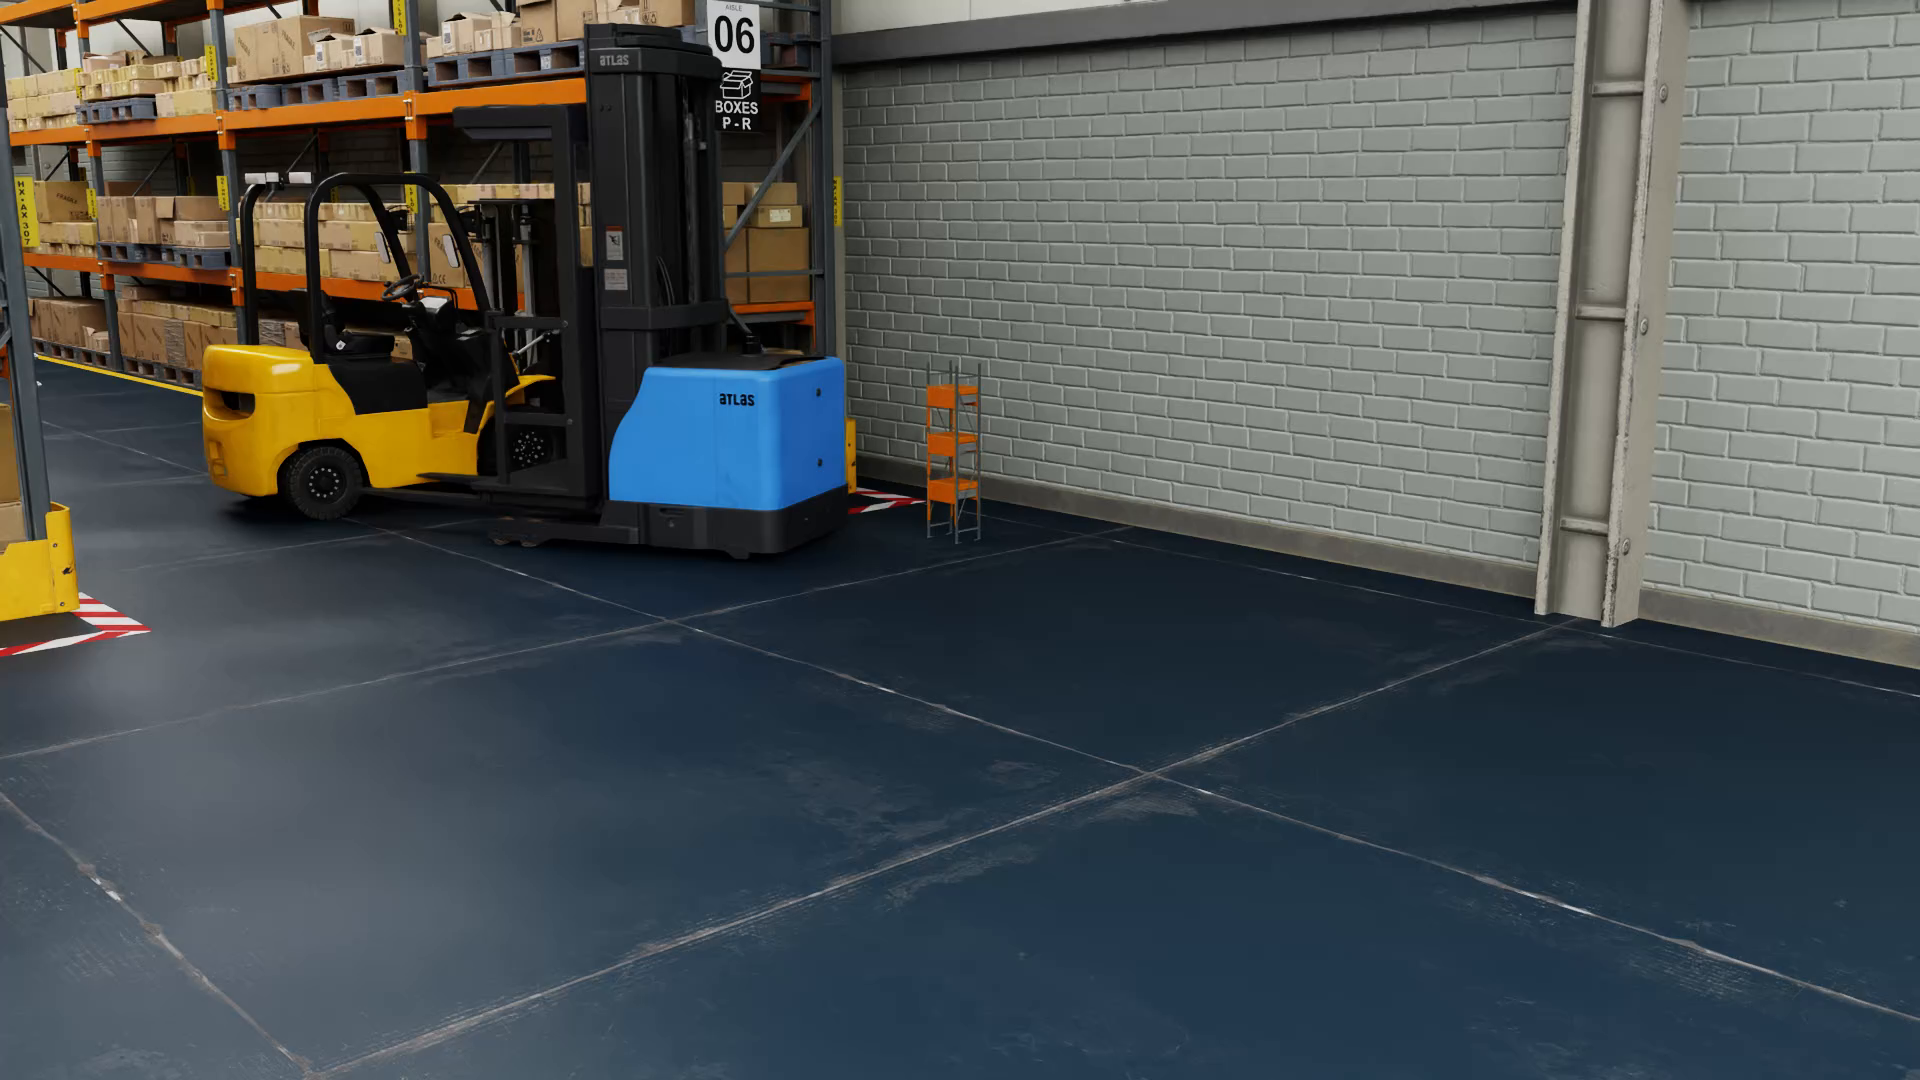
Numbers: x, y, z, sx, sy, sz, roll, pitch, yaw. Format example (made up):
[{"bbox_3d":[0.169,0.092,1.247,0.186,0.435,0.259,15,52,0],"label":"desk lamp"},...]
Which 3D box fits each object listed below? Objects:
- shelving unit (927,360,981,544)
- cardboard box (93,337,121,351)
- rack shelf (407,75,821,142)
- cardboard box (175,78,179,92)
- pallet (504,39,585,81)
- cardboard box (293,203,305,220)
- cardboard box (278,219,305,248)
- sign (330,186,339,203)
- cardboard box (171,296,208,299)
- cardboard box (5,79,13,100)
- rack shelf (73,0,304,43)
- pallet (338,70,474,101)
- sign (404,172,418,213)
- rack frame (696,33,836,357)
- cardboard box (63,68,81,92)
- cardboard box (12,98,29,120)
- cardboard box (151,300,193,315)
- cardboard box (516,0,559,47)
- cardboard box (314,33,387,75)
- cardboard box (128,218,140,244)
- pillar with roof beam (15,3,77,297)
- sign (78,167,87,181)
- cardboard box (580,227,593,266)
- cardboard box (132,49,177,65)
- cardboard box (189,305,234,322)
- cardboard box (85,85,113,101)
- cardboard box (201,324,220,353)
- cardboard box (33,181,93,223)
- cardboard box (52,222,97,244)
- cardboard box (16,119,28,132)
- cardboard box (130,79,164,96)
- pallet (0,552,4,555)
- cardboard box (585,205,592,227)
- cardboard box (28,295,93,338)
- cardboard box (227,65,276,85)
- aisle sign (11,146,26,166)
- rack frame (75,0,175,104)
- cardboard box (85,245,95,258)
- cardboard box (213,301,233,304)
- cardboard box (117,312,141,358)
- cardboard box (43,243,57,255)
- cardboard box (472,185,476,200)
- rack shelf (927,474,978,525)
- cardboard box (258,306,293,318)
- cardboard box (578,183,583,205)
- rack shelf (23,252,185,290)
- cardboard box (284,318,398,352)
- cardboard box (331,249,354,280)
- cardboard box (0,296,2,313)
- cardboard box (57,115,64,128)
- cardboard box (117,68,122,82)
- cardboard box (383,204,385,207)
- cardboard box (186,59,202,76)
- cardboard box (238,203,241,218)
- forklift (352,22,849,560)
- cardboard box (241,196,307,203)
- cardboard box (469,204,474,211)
[{"bbox_3d":[-0.037,-0.522,9.843,0.215,1.050,0.252,-11,16,-43],"label":"shelving unit"},{"bbox_3d":[-10.133,-2.353,19.921,0.250,0.149,0.380,11,16,43],"label":"cardboard box"},{"bbox_3d":[-2.630,-3.160,12.166,1.077,0.370,4.000,-11,16,-43],"label":"rack shelf"},{"bbox_3d":[-7.860,-4.684,17.164,0.380,0.149,0.250,-11,16,-42],"label":"cardboard box"},{"bbox_3d":[-2.565,-3.462,12.068,1.003,0.211,1.213,-11,16,-43],"label":"pallet"},{"bbox_3d":[-5.868,-3.011,15.238,0.380,0.149,0.250,-10,16,-41],"label":"cardboard box"},{"bbox_3d":[-5.951,-2.839,15.393,0.500,0.250,0.500,11,16,44],"label":"cardboard box"},{"bbox_3d":[-6.374,-3.564,16.907,0.100,0.325,0.005,-11,16,-43],"label":"sign"},{"bbox_3d":[-9.073,-2.788,19.558,0.250,0.149,0.380,11,16,43],"label":"cardboard box"},{"bbox_3d":[-11.836,-5.696,21.088,0.500,0.250,0.500,-11,16,-43],"label":"cardboard box"},{"bbox_3d":[-8.155,-5.601,17.570,1.077,0.370,4.000,-11,16,-43],"label":"rack shelf"},{"bbox_3d":[-4.630,-3.838,14.145,1.217,0.209,0.805,11,16,43],"label":"pallet"},{"bbox_3d":[-4.397,-2.786,13.330,0.100,0.325,0.005,-11,16,-43],"label":"sign"},{"bbox_3d":[-1.249,-1.751,10.979,1.000,3.000,0.127,-11,16,-43],"label":"rack frame"},{"bbox_3d":[-10.059,-5.329,19.306,0.500,0.250,0.500,-11,16,-42],"label":"cardboard box"},{"bbox_3d":[-11.479,-5.377,20.779,0.500,0.250,0.500,11,16,43],"label":"cardboard box"},{"bbox_3d":[-8.849,-2.609,18.687,0.380,0.149,0.250,-11,16,-44],"label":"cardboard box"},{"bbox_3d":[-2.742,-3.811,11.996,0.797,0.503,0.637,-10,15,-41],"label":"cardboard box"},{"bbox_3d":[-5.217,-4.199,14.358,0.500,0.311,0.500,11,16,43],"label":"cardboard box"},{"bbox_3d":[-8.854,-3.386,18.207,0.396,0.266,0.258,-10,15,-40],"label":"cardboard box"},{"bbox_3d":[-16.622,-6.944,21.315,9.100,9.000,0.400,-11,16,-43],"label":"pillar with roof beam"},{"bbox_3d":[-11.883,-4.883,22.525,0.100,0.325,0.005,-11,16,-43],"label":"sign"},{"bbox_3d":[-2.484,-1.987,11.876,0.500,0.500,0.500,-11,16,-44],"label":"cardboard box"},{"bbox_3d":[-9.068,-5.383,18.743,0.396,0.266,0.258,-11,16,-43],"label":"cardboard box"},{"bbox_3d":[-7.981,-2.416,17.752,0.380,0.149,0.250,-11,16,-43],"label":"cardboard box"},{"bbox_3d":[-9.464,-4.962,18.462,0.380,0.149,0.250,-11,16,-42],"label":"cardboard box"},{"bbox_3d":[-7.559,-2.007,17.372,0.500,0.500,0.500,-11,16,-43],"label":"cardboard box"},{"bbox_3d":[-11.144,-4.203,20.656,0.500,0.500,0.500,-10,16,-41],"label":"cardboard box"},{"bbox_3d":[-10.756,-3.761,20.367,0.500,0.250,0.500,-11,16,-43],"label":"cardboard box"},{"bbox_3d":[-11.598,-5.191,20.865,0.380,0.149,0.250,-11,16,-43],"label":"cardboard box"},{"bbox_3d":[-8.537,-4.784,17.597,0.380,0.149,0.250,-10,16,-41],"label":"cardboard box"},{"bbox_3d":[-5.424,0.172,8.554,1.003,0.211,1.213,-11,16,-43],"label":"pallet"},{"bbox_3d":[-2.405,-2.279,11.686,0.250,0.149,0.380,11,16,43],"label":"cardboard box"},{"bbox_3d":[-11.944,-2.967,22.025,0.637,0.503,0.797,11,16,43],"label":"cardboard box"},{"bbox_3d":[-6.752,-4.435,15.862,0.380,0.166,0.250,-11,16,-43],"label":"cardboard box"},{"bbox_3d":[-12.558,-5.329,21.900,0.394,0.787,0.004,-11,16,-43],"label":"aisle sign"},{"bbox_3d":[-9.536,-6.441,18.874,1.000,3.000,0.127,-11,16,-43],"label":"rack frame"},{"bbox_3d":[-10.134,-3.426,19.730,0.380,0.149,0.250,-10,16,-41],"label":"cardboard box"},{"bbox_3d":[-8.149,-2.605,18.670,0.380,0.149,0.250,-11,16,-42],"label":"cardboard box"},{"bbox_3d":[-9.365,-2.382,19.194,0.500,0.500,0.500,-10,15,-40],"label":"cardboard box"},{"bbox_3d":[-11.219,-3.647,20.801,0.380,0.149,0.250,-10,16,-41],"label":"cardboard box"},{"bbox_3d":[-3.577,-2.698,12.982,0.380,0.149,0.250,-11,16,-44],"label":"cardboard box"},{"bbox_3d":[-0.037,-0.239,9.902,0.215,0.259,0.240,-11,16,-43],"label":"rack shelf"},{"bbox_3d":[-7.302,-2.405,17.699,0.380,0.149,0.250,-11,16,-42],"label":"cardboard box"},{"bbox_3d":[-2.603,-2.459,11.821,0.380,0.149,0.250,-10,16,-41],"label":"cardboard box"},{"bbox_3d":[-10.917,-3.442,20.969,1.077,0.370,4.000,-11,16,-43],"label":"rack shelf"},{"bbox_3d":[-5.896,-1.774,15.935,0.875,0.625,0.625,-10,15,-41],"label":"cardboard box"},{"bbox_3d":[-5.220,-2.448,14.732,0.500,0.250,0.500,-11,16,-42],"label":"cardboard box"},{"bbox_3d":[-4.963,-1.362,8.102,0.500,0.500,0.500,-11,16,-43],"label":"cardboard box"},{"bbox_3d":[-10.510,-4.973,19.806,0.380,0.149,0.250,-11,16,-43],"label":"cardboard box"},{"bbox_3d":[-8.851,-5.010,17.956,0.380,0.149,0.250,-11,16,-42],"label":"cardboard box"},{"bbox_3d":[-4.730,-2.799,14.208,0.380,0.149,0.250,-11,16,-43],"label":"cardboard box"},{"bbox_3d":[-7.550,-4.749,16.743,0.250,0.149,0.380,11,16,43],"label":"cardboard box"},{"bbox_3d":[-6.766,-3.198,16.145,0.380,0.149,0.250,-10,15,-41],"label":"cardboard box"},{"bbox_3d":[-2.245,-1.487,9.865,3.031,2.935,1.130,4,12,20],"label":"forklift"},{"bbox_3d":[-7.016,-3.271,17.064,0.500,0.500,0.500,-10,15,-40],"label":"cardboard box"},{"bbox_3d":[-3.601,-2.547,12.985,0.380,0.149,0.250,-11,16,-43],"label":"cardboard box"}]
